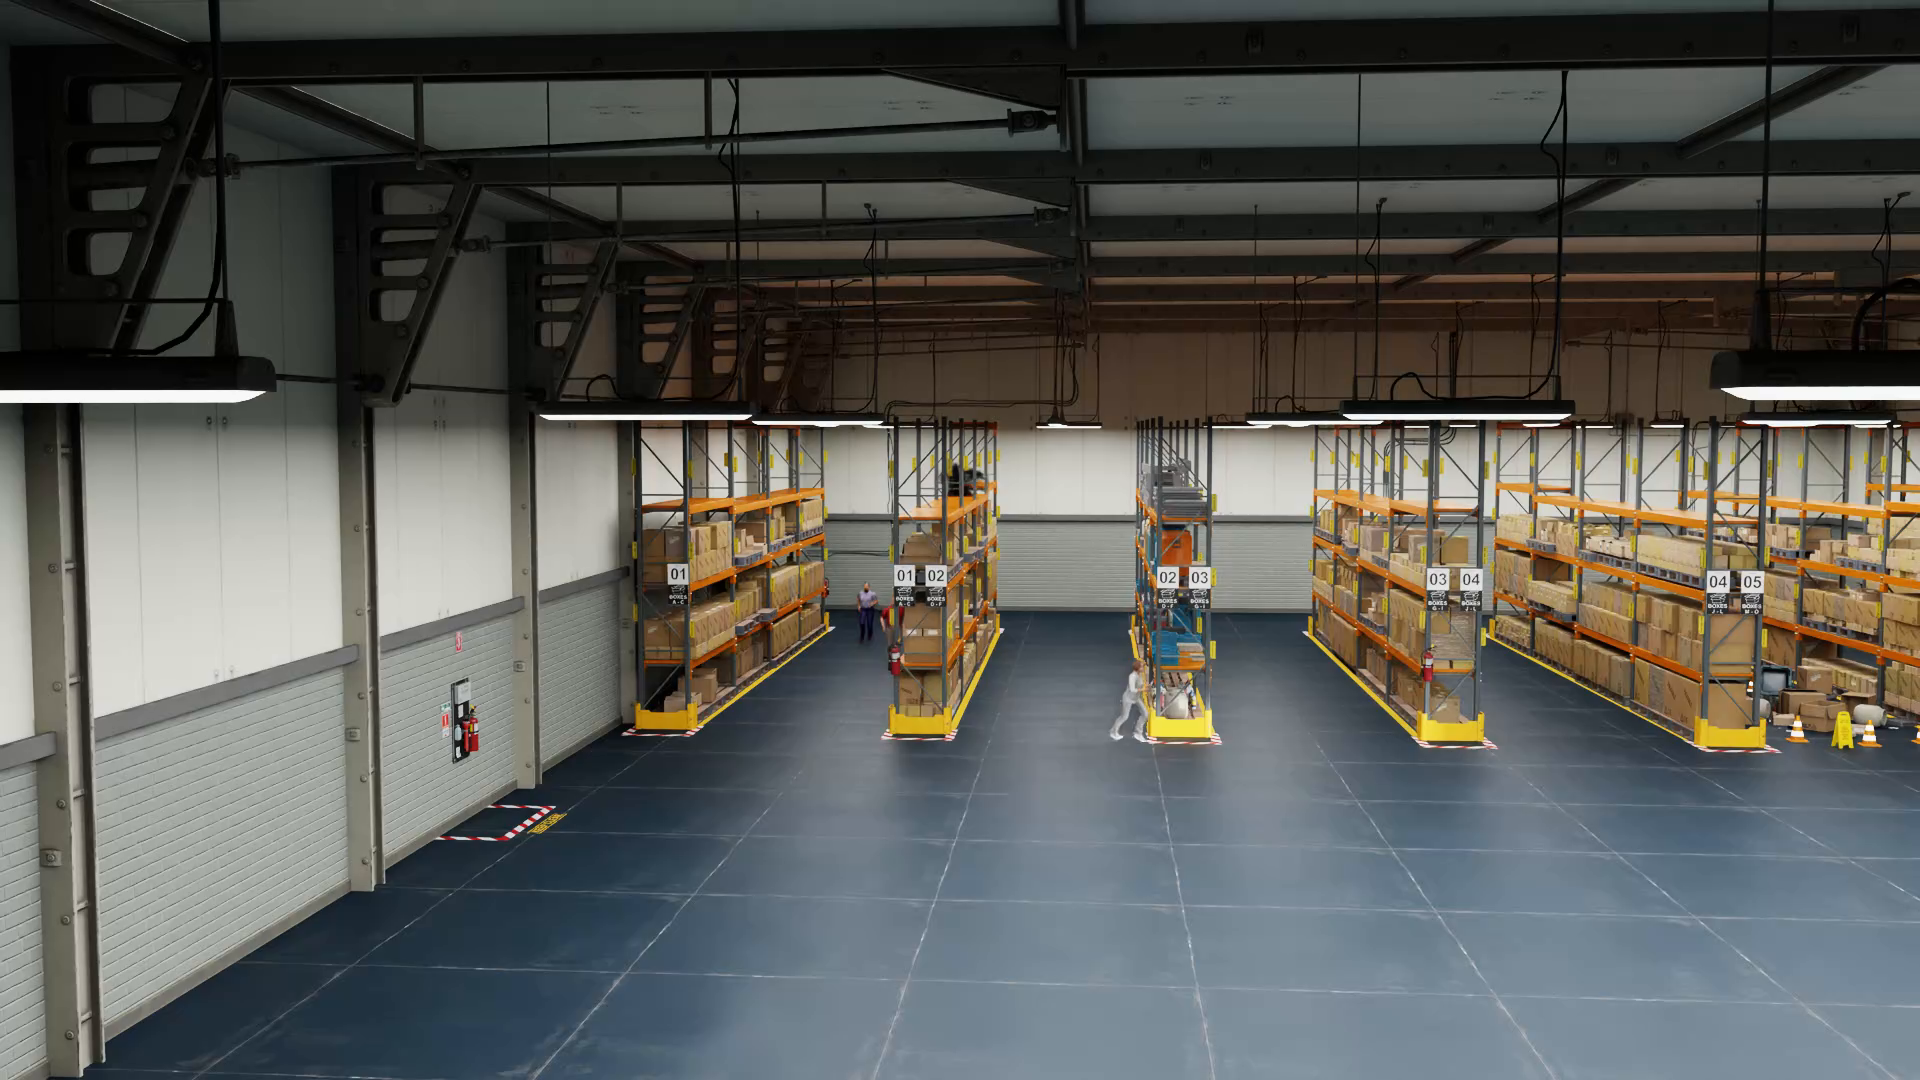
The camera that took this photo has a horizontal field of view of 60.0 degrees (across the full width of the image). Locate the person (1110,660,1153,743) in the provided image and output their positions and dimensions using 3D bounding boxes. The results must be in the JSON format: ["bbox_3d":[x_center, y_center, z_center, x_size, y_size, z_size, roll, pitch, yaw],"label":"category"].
[{"bbox_3d":[3.141,2.956,30.446,0.893,1.529,0.470,3,5,38],"label":"person"}]

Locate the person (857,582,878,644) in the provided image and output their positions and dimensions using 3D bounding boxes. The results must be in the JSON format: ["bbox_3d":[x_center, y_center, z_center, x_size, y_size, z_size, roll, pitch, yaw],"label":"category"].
[{"bbox_3d":[-2.508,1.977,45.020,0.605,1.683,0.718,0,4,3],"label":"person"}]

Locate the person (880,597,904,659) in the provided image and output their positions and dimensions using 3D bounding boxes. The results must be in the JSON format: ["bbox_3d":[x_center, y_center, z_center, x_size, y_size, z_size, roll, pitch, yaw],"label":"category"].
[{"bbox_3d":[-1.621,2.228,40.886,0.677,1.673,0.636,-1,4,-8],"label":"person"}]
